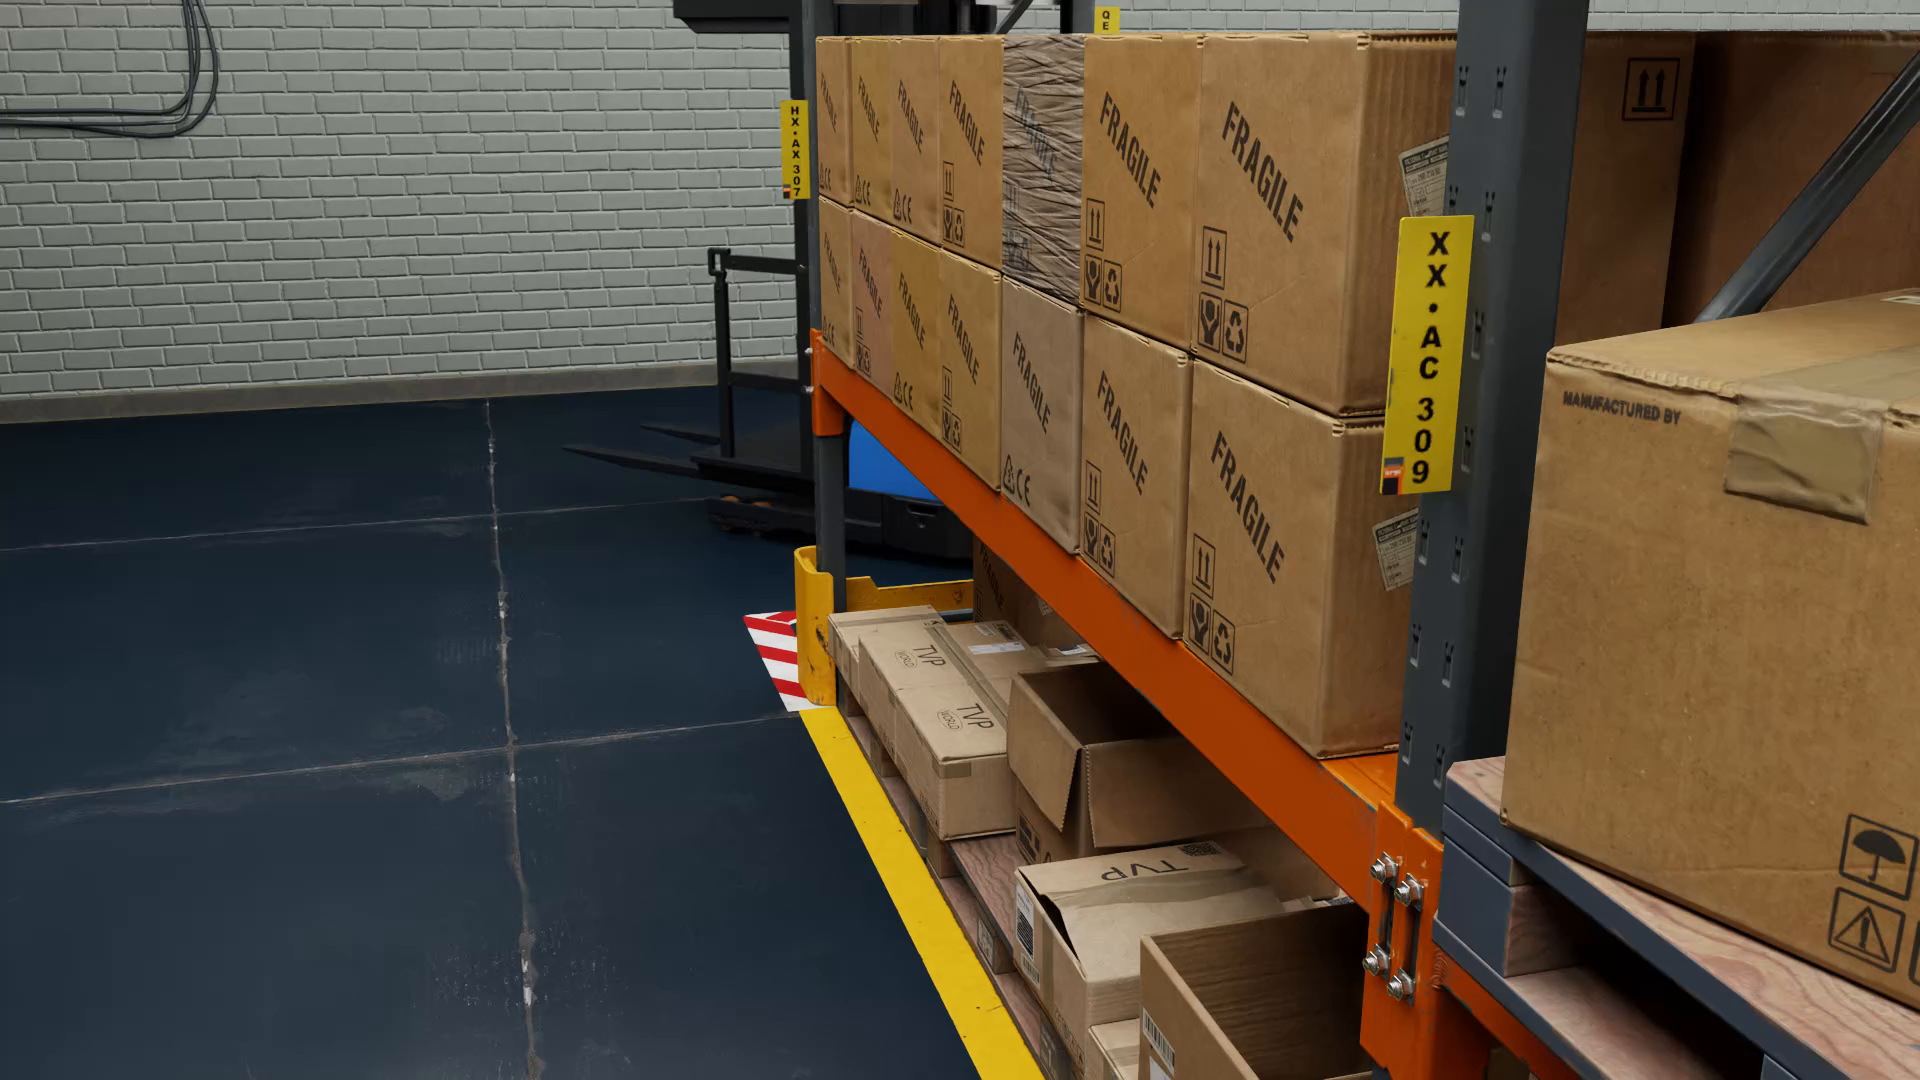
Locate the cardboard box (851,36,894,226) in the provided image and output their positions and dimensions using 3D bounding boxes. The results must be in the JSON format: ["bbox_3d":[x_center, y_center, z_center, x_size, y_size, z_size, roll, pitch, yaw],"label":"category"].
[{"bbox_3d":[-0.013,-1.189,4.784,0.500,0.500,0.500,-5,17,-15],"label":"cardboard box"}]

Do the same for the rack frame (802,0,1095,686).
[{"bbox_3d":[-0.032,-0.950,5.899,1.000,3.000,0.127,-5,17,-15],"label":"rack frame"}]

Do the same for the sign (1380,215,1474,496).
[{"bbox_3d":[0.547,-0.213,1.941,0.100,0.325,0.005,-5,17,-15],"label":"sign"}]

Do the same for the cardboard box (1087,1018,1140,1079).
[{"bbox_3d":[0.477,1.077,3.342,0.380,0.149,0.250,-5,17,-15],"label":"cardboard box"}]

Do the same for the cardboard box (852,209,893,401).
[{"bbox_3d":[-0.017,-0.712,4.933,0.500,0.500,0.500,-5,17,-16],"label":"cardboard box"}]

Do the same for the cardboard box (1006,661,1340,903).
[{"bbox_3d":[0.546,0.622,4.240,0.797,0.503,0.637,-5,17,-15],"label":"cardboard box"}]

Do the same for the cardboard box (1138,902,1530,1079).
[{"bbox_3d":[0.638,1.008,2.962,0.500,0.500,0.500,-5,17,-15],"label":"cardboard box"}]

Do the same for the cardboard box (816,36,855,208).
[{"bbox_3d":[-0.164,-1.333,5.263,0.500,0.500,0.500,-4,17,-14],"label":"cardboard box"}]

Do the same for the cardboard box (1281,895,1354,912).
[{"bbox_3d":[0.912,0.931,3.797,0.380,0.166,0.250,-5,17,-15],"label":"cardboard box"}]

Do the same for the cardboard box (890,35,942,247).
[{"bbox_3d":[0.120,-1.050,4.322,0.500,0.500,0.500,-4,17,-14],"label":"cardboard box"}]

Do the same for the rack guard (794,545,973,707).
[{"bbox_3d":[-0.011,0.269,6.189,1.175,0.500,0.348,-5,17,-15],"label":"rack guard"}]

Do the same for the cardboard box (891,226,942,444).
[{"bbox_3d":[0.118,-0.572,4.470,0.500,0.500,0.500,-5,17,-15],"label":"cardboard box"}]

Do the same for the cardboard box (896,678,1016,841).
[{"bbox_3d":[0.119,0.606,4.735,0.500,0.250,0.500,-5,17,-15],"label":"cardboard box"}]

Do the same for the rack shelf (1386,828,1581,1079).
[{"bbox_3d":[1.617,1.055,0.478,1.077,0.370,4.000,-5,17,-15],"label":"rack shelf"}]

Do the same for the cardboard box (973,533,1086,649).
[{"bbox_3d":[0.354,0.168,5.760,0.500,0.500,0.500,-5,17,-15],"label":"cardboard box"}]

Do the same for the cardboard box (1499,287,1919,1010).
[{"bbox_3d":[0.982,0.057,1.646,0.700,0.500,0.500,-12,20,-34],"label":"cardboard box"}]

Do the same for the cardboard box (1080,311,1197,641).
[{"bbox_3d":[0.540,-0.151,3.069,0.500,0.500,0.500,-4,17,-14],"label":"cardboard box"}]

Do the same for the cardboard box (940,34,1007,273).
[{"bbox_3d":[0.260,-0.909,3.854,0.500,0.500,0.500,-5,17,-16],"label":"cardboard box"}]

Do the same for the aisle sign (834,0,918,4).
[{"bbox_3d":[-0.333,-2.190,5.511,0.394,0.787,0.004,-5,17,-15],"label":"aisle sign"}]

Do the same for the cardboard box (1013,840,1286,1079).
[{"bbox_3d":[0.432,0.891,3.680,0.500,0.311,0.500,-5,17,-15],"label":"cardboard box"}]

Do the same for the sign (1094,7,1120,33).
[{"bbox_3d":[0.507,-1.694,5.815,0.100,0.325,0.005,-5,17,-15],"label":"sign"}]

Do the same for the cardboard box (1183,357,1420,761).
[{"bbox_3d":[0.683,-0.009,2.594,0.500,0.500,0.500,-4,17,-14],"label":"cardboard box"}]

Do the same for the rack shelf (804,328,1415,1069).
[{"bbox_3d":[0.517,-0.052,4.161,1.077,0.370,4.000,-5,17,-15],"label":"rack shelf"}]

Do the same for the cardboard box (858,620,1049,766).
[{"bbox_3d":[-0.018,0.468,5.196,0.500,0.250,0.500,-5,17,-15],"label":"cardboard box"}]

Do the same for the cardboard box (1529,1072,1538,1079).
[{"bbox_3d":[1.160,1.101,2.983,0.500,0.311,0.500,-5,17,-15],"label":"cardboard box"}]

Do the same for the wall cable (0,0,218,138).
[{"bbox_3d":[-6.005,-3.536,9.478,3.097,2.526,0.112,-5,17,-15],"label":"wall cable"}]

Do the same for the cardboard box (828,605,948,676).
[{"bbox_3d":[-0.248,0.348,5.770,0.380,0.149,0.250,-5,17,-15],"label":"cardboard box"}]

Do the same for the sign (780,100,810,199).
[{"bbox_3d":[-0.554,-1.321,5.632,0.100,0.325,0.005,-5,17,-15],"label":"sign"}]

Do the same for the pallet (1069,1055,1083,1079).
[{"bbox_3d":[0.879,1.302,3.250,1.003,0.211,1.213,-5,17,-15],"label":"pallet"}]

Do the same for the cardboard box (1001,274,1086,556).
[{"bbox_3d":[0.397,-0.293,3.541,0.500,0.500,0.500,-4,17,-14],"label":"cardboard box"}]

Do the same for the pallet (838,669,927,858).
[{"bbox_3d":[0.209,0.628,5.496,1.003,0.211,1.213,-5,17,-15],"label":"pallet"}]

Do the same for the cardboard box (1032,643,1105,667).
[{"bbox_3d":[0.379,0.447,5.411,0.380,0.166,0.250,-5,17,-15],"label":"cardboard box"}]

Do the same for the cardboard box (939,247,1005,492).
[{"bbox_3d":[0.254,-0.434,4.009,0.500,0.500,0.500,-4,17,-15],"label":"cardboard box"}]

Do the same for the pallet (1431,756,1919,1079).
[{"bbox_3d":[1.182,0.478,1.479,1.003,0.211,1.213,-5,17,-15],"label":"pallet"}]

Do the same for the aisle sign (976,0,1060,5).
[{"bbox_3d":[0.243,-2.238,5.669,0.394,0.787,0.004,-5,17,-15],"label":"aisle sign"}]

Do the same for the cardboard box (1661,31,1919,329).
[{"bbox_3d":[1.208,-0.522,2.565,0.500,0.500,0.500,-4,17,-14],"label":"cardboard box"}]

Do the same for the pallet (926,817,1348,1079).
[{"bbox_3d":[0.540,0.964,4.375,1.003,0.211,1.213,-5,17,-15],"label":"pallet"}]

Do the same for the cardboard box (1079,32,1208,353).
[{"bbox_3d":[0.536,-0.631,2.926,0.500,0.500,0.500,-5,17,-16],"label":"cardboard box"}]

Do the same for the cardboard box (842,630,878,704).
[{"bbox_3d":[-0.179,0.409,5.537,0.380,0.166,0.250,-5,17,-15],"label":"cardboard box"}]

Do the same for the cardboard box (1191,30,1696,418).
[{"bbox_3d":[0.679,-0.489,2.455,0.500,0.500,0.500,-5,17,-15],"label":"cardboard box"}]

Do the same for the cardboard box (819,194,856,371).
[{"bbox_3d":[-0.164,-0.854,5.407,0.500,0.500,0.500,-4,17,-14],"label":"cardboard box"}]

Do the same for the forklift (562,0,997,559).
[{"bbox_3d":[-0.640,-1.543,7.993,3.031,2.935,1.130,10,19,29],"label":"forklift"}]

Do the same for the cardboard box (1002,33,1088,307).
[{"bbox_3d":[0.397,-0.770,3.390,0.500,0.500,0.500,-5,17,-15],"label":"cardboard box"}]
